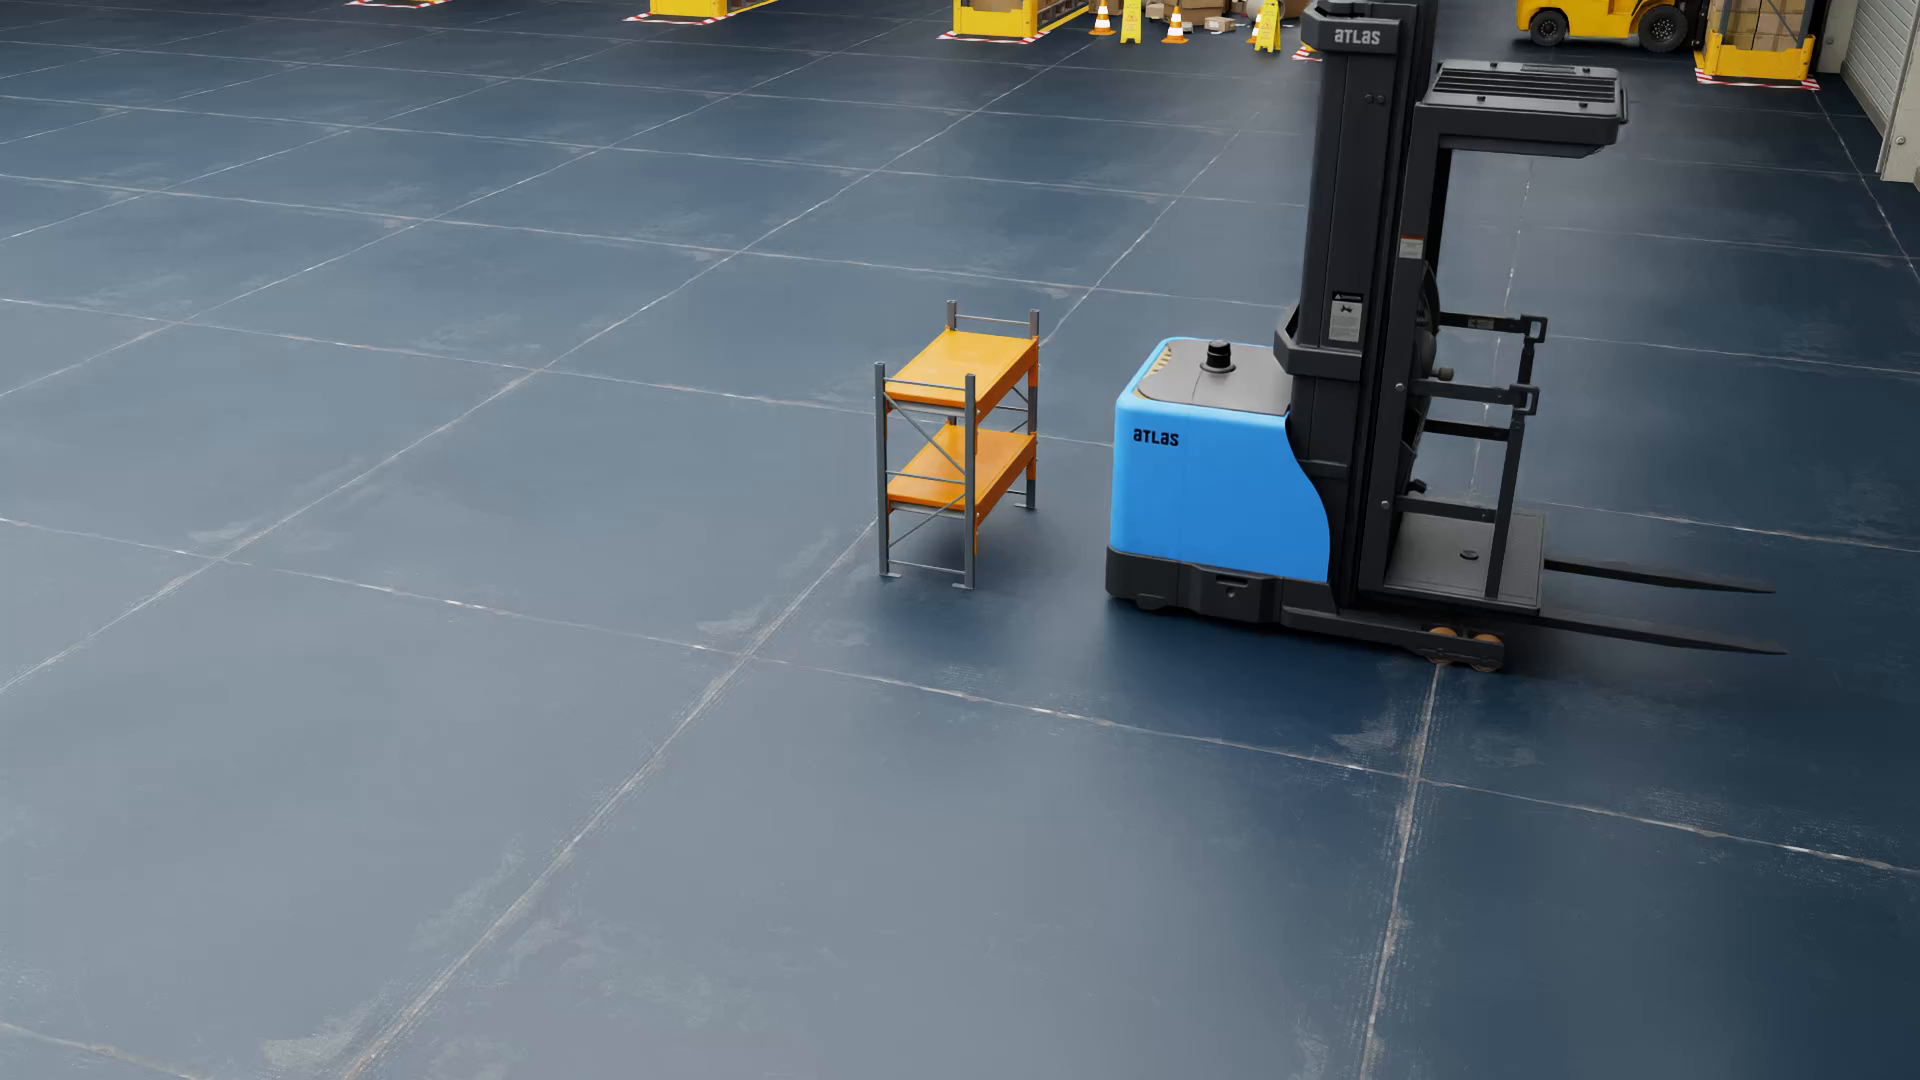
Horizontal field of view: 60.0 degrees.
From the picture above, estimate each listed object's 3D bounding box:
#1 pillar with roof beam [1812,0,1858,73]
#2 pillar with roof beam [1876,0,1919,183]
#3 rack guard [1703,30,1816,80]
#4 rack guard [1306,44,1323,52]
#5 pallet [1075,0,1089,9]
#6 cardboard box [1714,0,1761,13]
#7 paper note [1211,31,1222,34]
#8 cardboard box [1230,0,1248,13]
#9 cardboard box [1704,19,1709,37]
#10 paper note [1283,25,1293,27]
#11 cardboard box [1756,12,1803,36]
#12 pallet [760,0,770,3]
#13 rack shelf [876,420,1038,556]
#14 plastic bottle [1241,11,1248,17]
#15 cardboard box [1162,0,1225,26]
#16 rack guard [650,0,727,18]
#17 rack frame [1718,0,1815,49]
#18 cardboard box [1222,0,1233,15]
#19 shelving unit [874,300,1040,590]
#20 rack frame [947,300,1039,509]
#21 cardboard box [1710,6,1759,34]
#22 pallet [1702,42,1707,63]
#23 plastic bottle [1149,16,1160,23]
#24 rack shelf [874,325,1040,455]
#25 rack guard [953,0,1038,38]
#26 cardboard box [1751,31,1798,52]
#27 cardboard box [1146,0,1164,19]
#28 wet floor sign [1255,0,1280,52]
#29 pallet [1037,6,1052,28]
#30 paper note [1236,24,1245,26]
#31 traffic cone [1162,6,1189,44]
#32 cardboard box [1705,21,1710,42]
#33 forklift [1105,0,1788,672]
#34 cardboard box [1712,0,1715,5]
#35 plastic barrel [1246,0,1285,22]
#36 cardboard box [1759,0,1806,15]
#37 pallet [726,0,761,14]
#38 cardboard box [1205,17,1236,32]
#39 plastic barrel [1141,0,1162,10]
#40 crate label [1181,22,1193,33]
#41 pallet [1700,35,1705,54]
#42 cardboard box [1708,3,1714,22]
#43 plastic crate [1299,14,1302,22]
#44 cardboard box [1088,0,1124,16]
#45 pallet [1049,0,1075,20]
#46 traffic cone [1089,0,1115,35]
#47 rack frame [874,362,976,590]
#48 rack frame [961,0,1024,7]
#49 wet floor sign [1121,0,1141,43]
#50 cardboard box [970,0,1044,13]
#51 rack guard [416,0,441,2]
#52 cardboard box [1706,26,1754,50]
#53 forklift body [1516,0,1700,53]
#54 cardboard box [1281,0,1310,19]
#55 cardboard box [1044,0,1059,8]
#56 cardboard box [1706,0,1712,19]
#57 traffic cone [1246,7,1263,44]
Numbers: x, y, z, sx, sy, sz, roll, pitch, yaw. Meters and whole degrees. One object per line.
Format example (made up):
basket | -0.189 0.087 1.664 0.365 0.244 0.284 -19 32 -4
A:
pillar with roof beam | 6.911 -10.622 20.362 9.100 9.000 0.400 9 27 17
pillar with roof beam | 4.915 -8.156 15.269 9.100 9.000 0.400 9 27 17
rack guard | 9.881 -6.007 20.583 1.175 0.500 0.348 9 27 17
rack guard | 5.232 -6.766 22.151 1.175 0.500 0.348 9 27 17
pallet | 1.510 -8.624 26.320 1.003 0.211 1.213 9 27 17
cardboard box | 9.748 -6.778 20.833 0.500 0.250 0.500 10 27 19
paper note | 3.645 -7.201 23.588 0.148 0.019 0.142 0 26 -1
cardboard box | 4.243 -8.250 25.484 0.258 0.266 0.396 -9 27 -18
cardboard box | 10.097 -6.739 21.901 0.500 0.250 0.500 9 27 18
paper note | 4.773 -7.474 24.150 0.142 0.019 0.148 0 26 -1
cardboard box | 10.242 -6.481 20.794 0.500 0.250 0.500 9 27 18
pallet | -3.401 -8.902 26.893 1.003 0.211 1.213 9 27 17
rack shelf | 0.002 -0.289 8.617 0.538 0.278 1.000 9 27 17
plastic bottle | 4.340 -7.923 25.044 0.133 0.061 0.283 14 29 26
cardboard box | 3.404 -7.826 24.335 0.797 0.503 0.637 -9 27 -18
rack guard | -4.113 -8.203 25.119 1.175 0.500 0.348 9 27 17
rack frame | 9.889 -7.142 20.058 1.000 3.000 0.127 9 27 17
cardboard box | 3.708 -8.272 25.102 0.797 0.637 0.503 9 27 17
shelving unit | 0.002 -0.509 8.511 0.538 1.125 1.048 9 27 17
rack frame | 0.171 -0.718 8.942 0.500 1.125 0.032 9 27 17
cardboard box | 9.756 -6.564 20.964 0.500 0.250 0.500 8 27 17
pallet | 10.104 -6.207 21.328 1.003 0.211 1.213 9 27 17
plastic bottle | 2.872 -7.698 24.578 0.133 0.061 0.283 0 26 -1
rack shelf | 0.002 -0.772 8.383 0.538 0.278 1.000 9 27 17
rack guard | 0.498 -7.402 23.463 1.175 0.500 0.348 9 27 17
cardboard box | 10.237 -6.267 20.924 0.500 0.250 0.500 9 27 18
cardboard box | 3.002 -7.976 24.919 0.396 0.266 0.258 14 29 26
wet floor sign | 4.135 -6.878 22.214 0.267 0.644 0.232 20 32 35
pallet | 0.698 -7.621 24.249 1.003 0.211 1.213 9 27 17
paper note | 4.069 -7.523 24.266 0.148 0.019 0.142 20 32 35
traffic cone | 2.974 -7.103 22.890 0.336 0.463 0.334 9 27 17
cardboard box | 9.922 -6.535 21.479 0.500 0.250 0.500 9 27 17
forklift | 2.280 -0.985 7.420 3.031 2.935 1.130 9 27 18
cardboard box | 9.913 -6.988 21.268 0.500 0.250 0.500 9 27 18
plastic barrel | 4.467 -7.769 24.310 0.421 0.421 0.512 -14 29 -27
cardboard box | 10.228 -6.713 20.700 0.500 0.250 0.500 8 27 17
pallet | -3.809 -8.402 25.861 1.003 0.211 1.213 9 27 17
cardboard box | 3.738 -7.408 23.880 0.250 0.149 0.380 -20 33 -36
plastic barrel | 2.906 -8.332 25.473 0.421 0.421 0.512 -14 29 -27
crate label | 3.177 -7.289 23.647 0.250 0.136 0.298 -5 26 -9
pallet | 10.512 -6.707 22.360 1.003 0.211 1.213 9 27 17
cardboard box | 9.933 -6.768 21.386 0.500 0.250 0.500 8 27 17
plastic crate | 5.243 -7.664 24.486 0.402 0.080 0.583 0 26 -1
cardboard box | 2.288 -8.270 25.253 0.500 0.500 0.500 14 29 26
pallet | 1.106 -8.121 25.281 1.003 0.211 1.213 9 27 17
traffic cone | 2.021 -7.407 23.517 0.336 0.463 0.334 9 27 17
rack frame | -0.167 -0.300 8.079 0.500 1.125 0.032 9 27 17
rack frame | 0.506 -8.536 22.939 1.000 3.000 0.127 9 27 17
wet floor sign | 2.363 -7.178 22.834 0.267 0.644 0.232 4 26 8
cardboard box | 0.669 -8.057 23.906 0.875 0.875 0.875 9 27 18
rack guard | -8.828 -8.929 26.617 1.175 0.500 0.348 9 27 17
cardboard box | 9.748 -6.332 21.060 0.500 0.250 0.500 9 27 18
forklift body | 8.800 -7.804 22.399 2.313 2.155 1.214 9 27 17
cardboard box | 4.899 -8.137 24.979 0.500 0.500 0.500 -14 29 -27
cardboard box | 0.960 -8.419 24.653 0.875 0.875 0.875 8 27 17
cardboard box | 10.085 -6.983 21.831 0.500 0.250 0.500 8 27 16
traffic cone | 4.134 -7.082 22.846 0.336 0.463 0.334 9 27 17
